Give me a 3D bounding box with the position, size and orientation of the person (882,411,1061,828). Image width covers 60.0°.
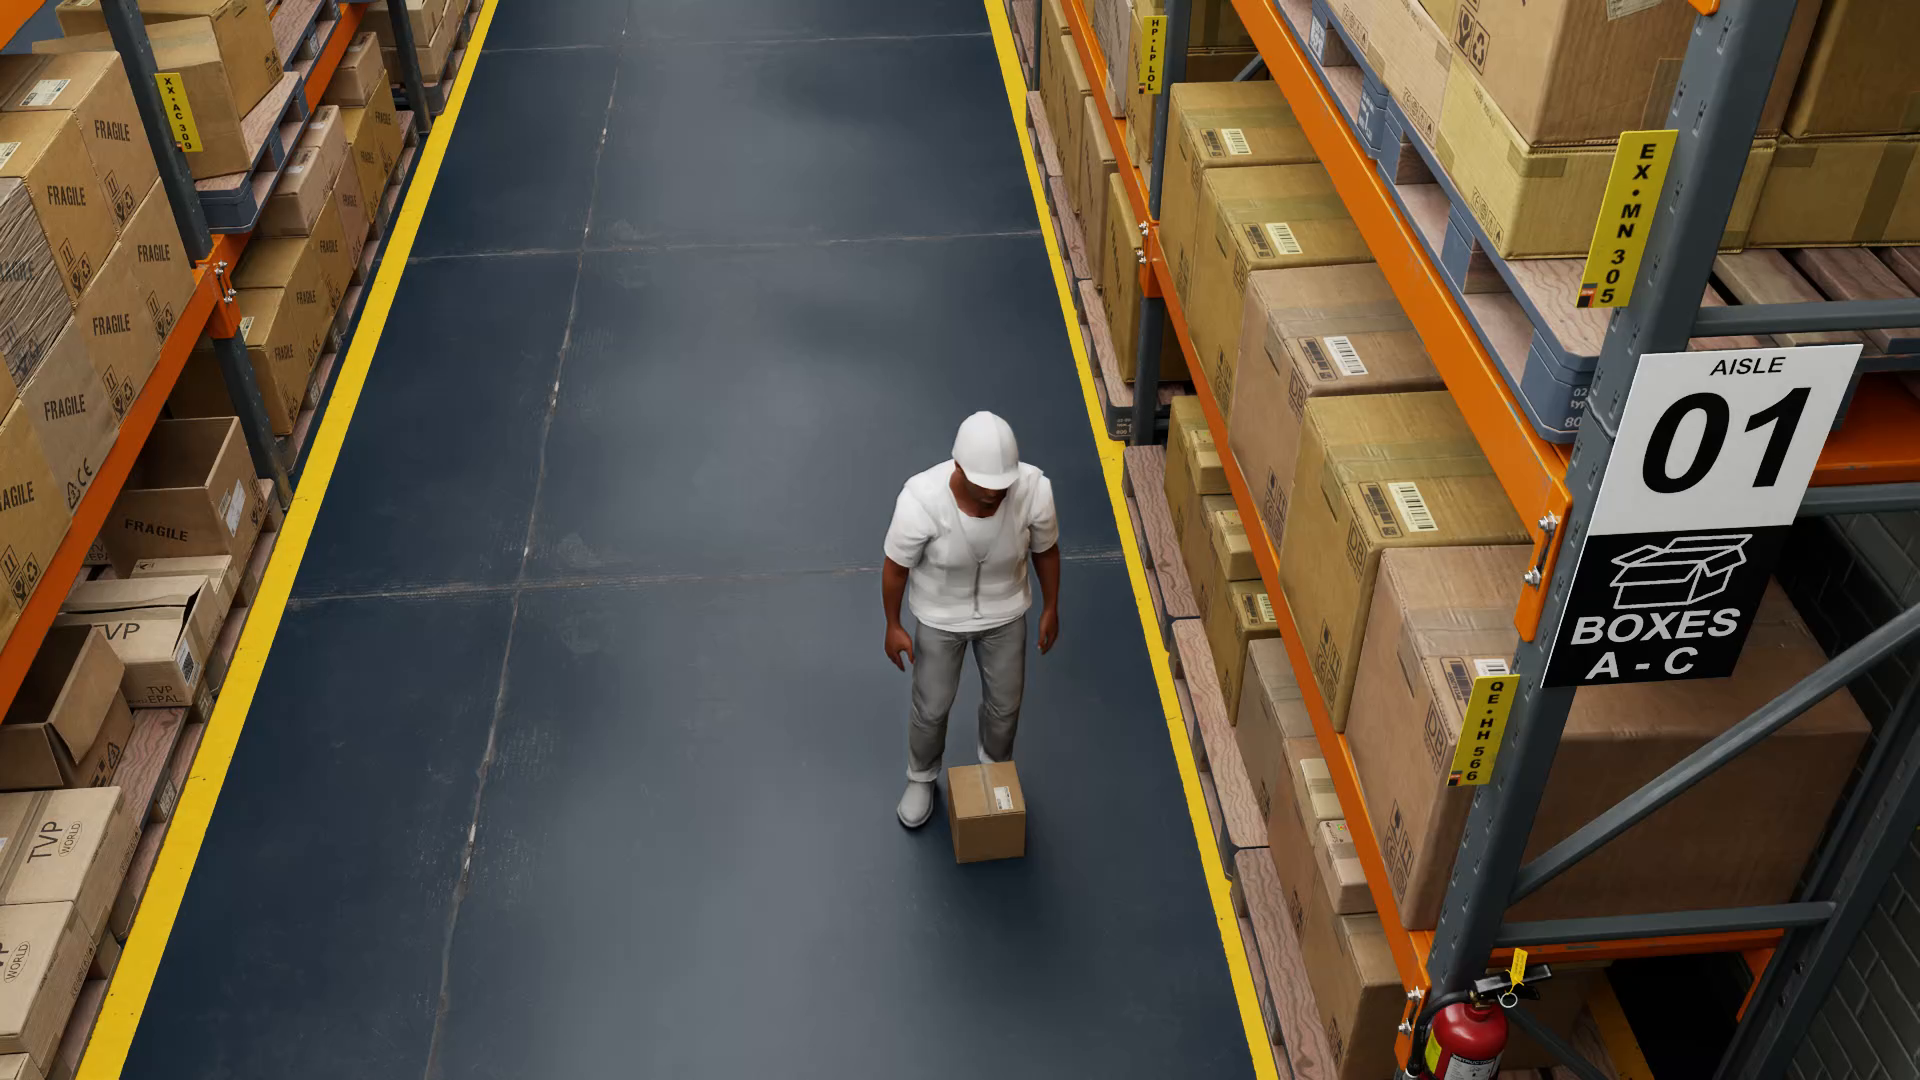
[{"bbox_3d":[0.045,0.272,5.803,0.632,1.759,0.462,-6,39,-8],"label":"person"}]
